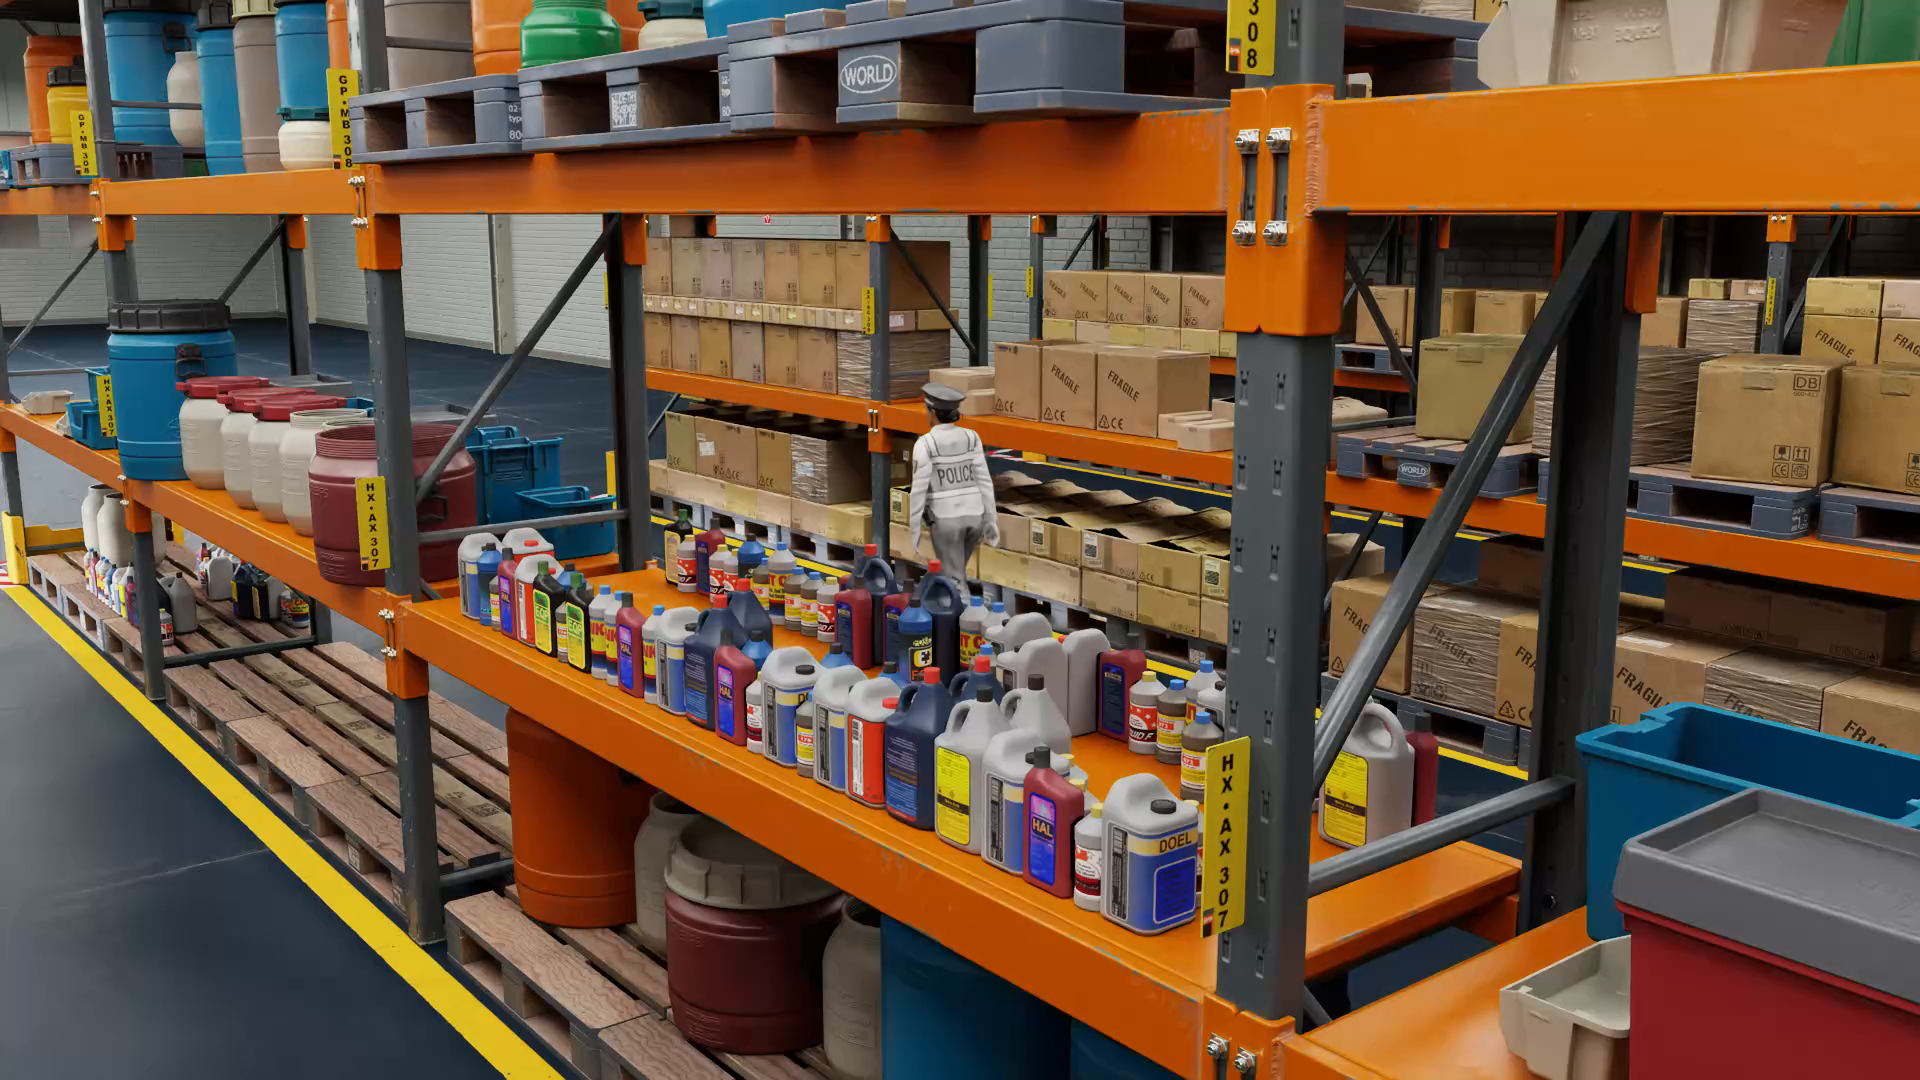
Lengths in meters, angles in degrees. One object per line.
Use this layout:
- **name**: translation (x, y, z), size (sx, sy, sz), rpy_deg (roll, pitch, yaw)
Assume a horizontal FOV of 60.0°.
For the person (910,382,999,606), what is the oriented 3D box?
- **person**: translation (-0.042, -0.055, 9.740), size (0.508, 1.715, 0.577), rpy_deg (-8, 14, -36)
